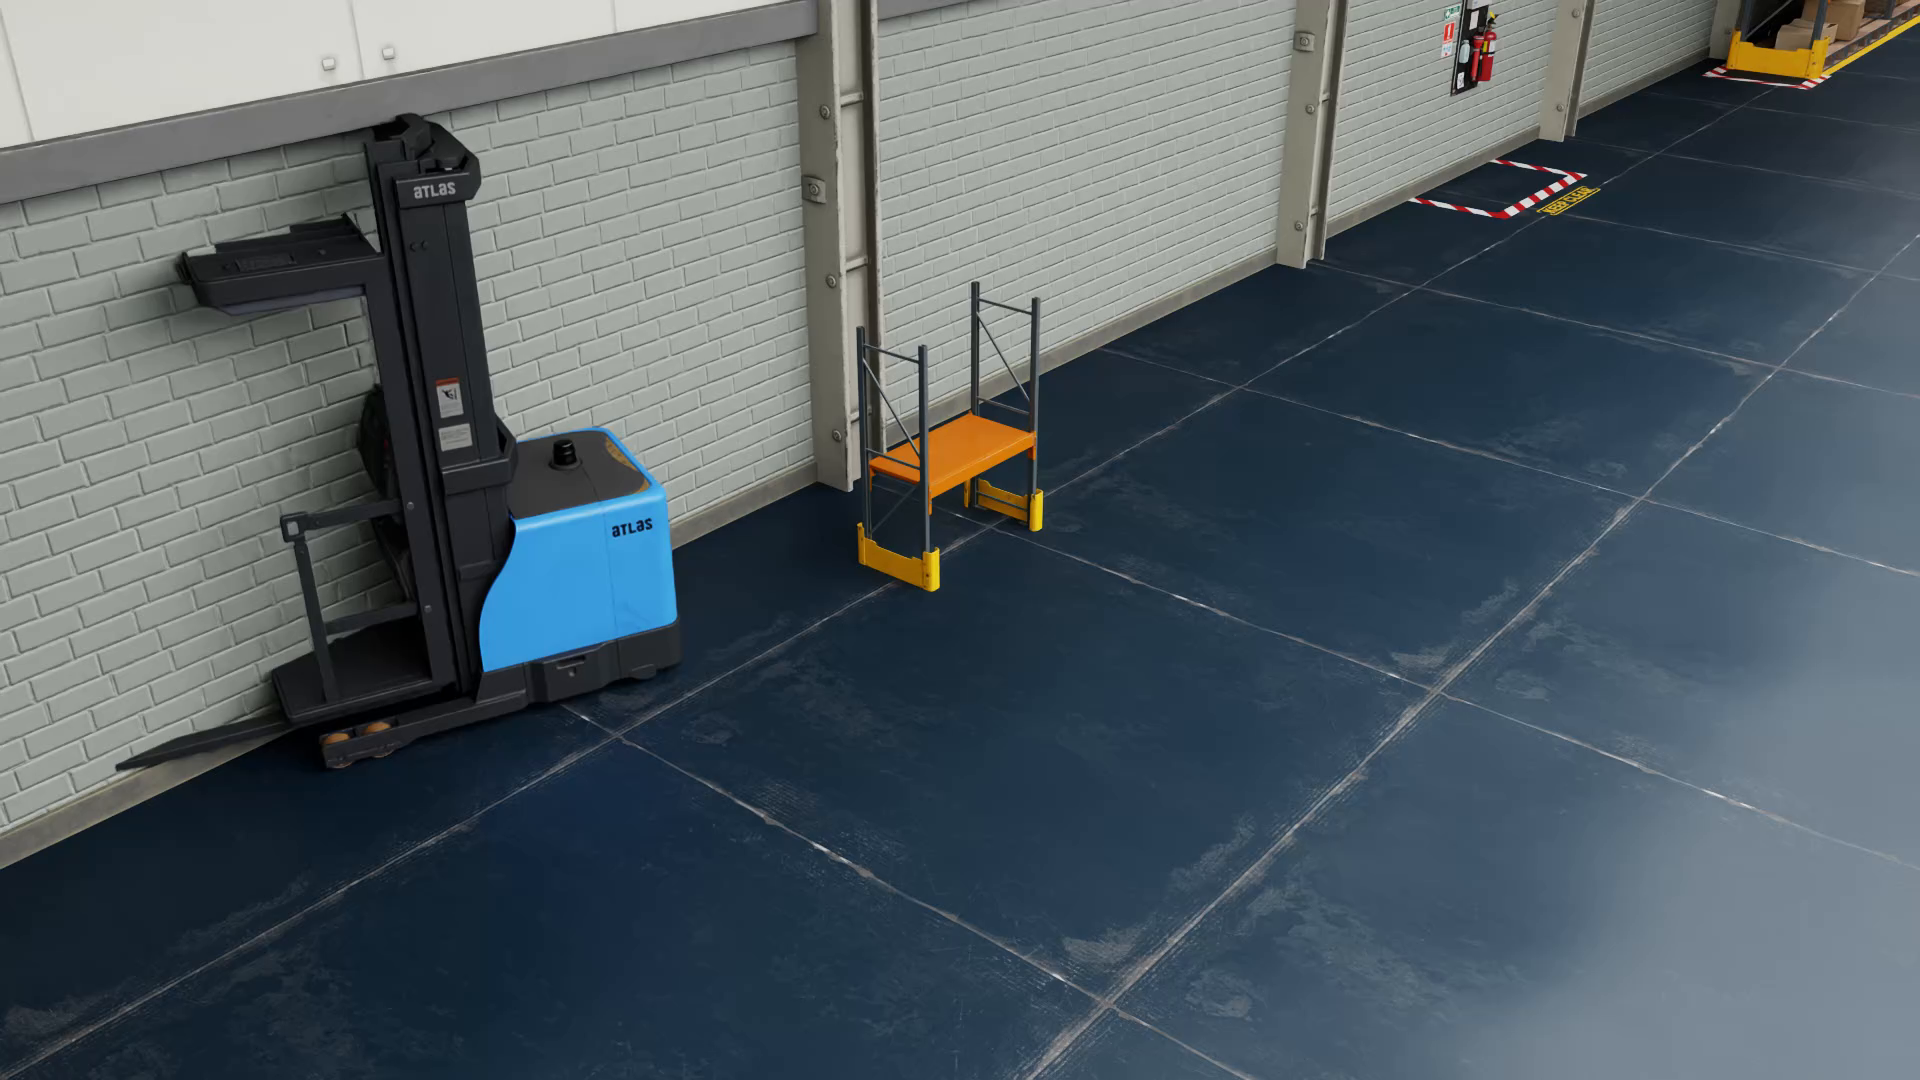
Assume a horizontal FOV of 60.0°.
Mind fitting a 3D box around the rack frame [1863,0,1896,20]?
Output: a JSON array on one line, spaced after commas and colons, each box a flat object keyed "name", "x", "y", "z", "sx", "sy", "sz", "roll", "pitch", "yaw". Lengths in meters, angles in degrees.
[{"name": "rack frame", "x": 13.490, "y": -9.058, "z": 24.495, "sx": 1.000, "sy": 3.000, "sz": 0.127, "roll": 21, "pitch": 34, "yaw": 34}]

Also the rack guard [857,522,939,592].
[{"name": "rack guard", "x": -0.365, "y": 0.093, "z": 9.799, "sx": 0.587, "sy": 0.250, "sz": 0.087, "roll": 21, "pitch": 34, "yaw": 34}]

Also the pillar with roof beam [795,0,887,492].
[{"name": "pillar with roof beam", "x": 2.597, "y": -3.166, "z": 6.575, "sx": 9.100, "sy": 9.000, "sz": 0.400, "roll": 21, "pitch": 34, "yaw": 34}]

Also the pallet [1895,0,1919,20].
[{"name": "pallet", "x": 14.760, "y": -8.531, "z": 26.510, "sx": 1.003, "sy": 0.211, "sz": 1.213, "roll": 21, "pitch": 34, "yaw": 34}]

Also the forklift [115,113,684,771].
[{"name": "forklift", "x": -3.019, "y": -0.468, "z": 7.965, "sx": 3.031, "sy": 2.935, "sz": 1.130, "roll": -14, "pitch": 31, "yaw": -25}]

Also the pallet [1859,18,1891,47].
[{"name": "pallet", "x": 13.091, "y": -7.571, "z": 24.656, "sx": 1.003, "sy": 0.211, "sz": 1.213, "roll": 21, "pitch": 34, "yaw": 34}]

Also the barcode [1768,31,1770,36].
[{"name": "barcode", "x": 11.159, "y": -6.988, "z": 22.930, "sx": 0.001, "sy": 0.075, "sz": 0.075, "roll": 21, "pitch": 34, "yaw": 34}]

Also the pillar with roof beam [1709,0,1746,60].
[{"name": "pillar with roof beam", "x": 14.046, "y": -9.547, "z": 18.912, "sx": 9.100, "sy": 9.000, "sz": 0.400, "roll": 21, "pitch": 34, "yaw": 34}]

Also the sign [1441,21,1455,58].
[{"name": "sign", "x": 4.875, "y": -4.999, "z": 16.609, "sx": 0.001, "sy": 0.329, "sz": 0.234, "roll": 21, "pitch": 34, "yaw": 34}]

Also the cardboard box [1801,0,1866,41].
[{"name": "cardboard box", "x": 12.324, "y": -7.392, "z": 23.516, "sx": 0.700, "sy": 0.500, "sz": 0.500, "roll": 18, "pitch": 33, "yaw": 31}]

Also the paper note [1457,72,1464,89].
[{"name": "paper note", "x": 5.140, "y": -4.715, "z": 17.058, "sx": 0.016, "sy": 0.148, "sz": 0.142, "roll": 21, "pitch": 34, "yaw": 34}]

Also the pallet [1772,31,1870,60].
[{"name": "pallet", "x": 12.315, "y": -7.137, "z": 23.816, "sx": 1.003, "sy": 0.211, "sz": 1.213, "roll": 21, "pitch": 34, "yaw": 34}]

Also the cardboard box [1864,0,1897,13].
[{"name": "cardboard box", "x": 13.946, "y": -8.409, "z": 25.482, "sx": 0.700, "sy": 0.500, "sz": 0.500, "roll": 22, "pitch": 35, "yaw": 36}]

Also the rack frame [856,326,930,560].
[{"name": "rack frame", "x": -0.378, "y": -0.456, "z": 9.499, "sx": 0.500, "sy": 1.500, "sz": 0.032, "roll": 21, "pitch": 34, "yaw": 34}]

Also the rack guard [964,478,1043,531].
[{"name": "rack guard", "x": 0.268, "y": -0.261, "z": 10.482, "sx": 0.587, "sy": 0.250, "sz": 0.087, "roll": 21, "pitch": 34, "yaw": 34}]

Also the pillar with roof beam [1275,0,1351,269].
[{"name": "pillar with roof beam", "x": 6.413, "y": -5.293, "z": 10.688, "sx": 9.100, "sy": 9.000, "sz": 0.400, "roll": 21, "pitch": 34, "yaw": 34}]

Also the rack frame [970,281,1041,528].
[{"name": "rack frame", "x": 0.269, "y": -0.816, "z": 10.195, "sx": 0.500, "sy": 1.500, "sz": 0.032, "roll": 21, "pitch": 34, "yaw": 34}]

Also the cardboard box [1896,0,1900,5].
[{"name": "cardboard box", "x": 14.236, "y": -8.607, "z": 25.865, "sx": 0.700, "sy": 0.500, "sz": 0.500, "roll": 20, "pitch": 33, "yaw": 33}]

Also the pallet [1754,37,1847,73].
[{"name": "pallet", "x": 11.539, "y": -6.706, "z": 22.984, "sx": 1.003, "sy": 0.211, "sz": 1.213, "roll": 21, "pitch": 34, "yaw": 34}]

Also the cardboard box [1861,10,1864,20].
[{"name": "cardboard box", "x": 13.173, "y": -7.797, "z": 24.662, "sx": 0.380, "sy": 0.166, "sz": 0.250, "roll": 16, "pitch": 31, "yaw": 28}]

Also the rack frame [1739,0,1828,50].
[{"name": "rack frame", "x": 10.946, "y": -7.640, "z": 21.754, "sx": 1.000, "sy": 3.000, "sz": 0.127, "roll": 21, "pitch": 34, "yaw": 34}]

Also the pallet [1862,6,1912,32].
[{"name": "pallet", "x": 13.985, "y": -8.096, "z": 25.670, "sx": 1.003, "sy": 0.211, "sz": 1.213, "roll": 21, "pitch": 34, "yaw": 34}]

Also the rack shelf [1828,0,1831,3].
[{"name": "rack shelf", "x": 12.218, "y": -8.030, "z": 23.290, "sx": 1.077, "sy": 0.370, "sz": 4.000, "roll": 21, "pitch": 34, "yaw": 34}]

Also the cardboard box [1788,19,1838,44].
[{"name": "cardboard box", "x": 11.818, "y": -7.062, "z": 23.085, "sx": 0.500, "sy": 0.311, "sz": 0.500, "roll": 24, "pitch": 36, "yaw": 38}]

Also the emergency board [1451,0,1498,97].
[{"name": "emergency board", "x": 5.306, "y": -5.149, "z": 16.938, "sx": 0.194, "sy": 1.169, "sz": 0.643, "roll": 21, "pitch": 34, "yaw": 34}]

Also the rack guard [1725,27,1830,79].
[{"name": "rack guard", "x": 10.995, "y": -6.557, "z": 22.380, "sx": 1.175, "sy": 0.500, "sz": 0.348, "roll": 21, "pitch": 34, "yaw": 34}]

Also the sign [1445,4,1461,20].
[{"name": "sign", "x": 4.885, "y": -5.233, "z": 16.486, "sx": 0.001, "sy": 0.109, "sz": 0.331, "roll": 21, "pitch": 34, "yaw": 34}]

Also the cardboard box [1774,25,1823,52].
[{"name": "cardboard box", "x": 11.456, "y": -6.860, "z": 22.694, "sx": 0.500, "sy": 0.311, "sz": 0.500, "roll": 17, "pitch": 32, "yaw": 29}]

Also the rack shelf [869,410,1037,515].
[{"name": "rack shelf", "x": -0.054, "y": -0.476, "z": 9.930, "sx": 0.538, "sy": 0.185, "sz": 1.000, "roll": 21, "pitch": 34, "yaw": 34}]

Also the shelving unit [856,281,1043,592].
[{"name": "shelving unit", "x": -0.048, "y": -0.639, "z": 9.853, "sx": 0.587, "sy": 1.500, "sz": 1.083, "roll": 21, "pitch": 34, "yaw": 34}]

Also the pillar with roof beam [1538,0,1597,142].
[{"name": "pillar with roof beam", "x": 10.229, "y": -7.420, "z": 14.800, "sx": 9.100, "sy": 9.000, "sz": 0.400, "roll": 21, "pitch": 34, "yaw": 34}]

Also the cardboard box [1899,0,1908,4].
[{"name": "cardboard box", "x": 14.591, "y": -8.776, "z": 26.192, "sx": 0.700, "sy": 0.500, "sz": 0.500, "roll": 21, "pitch": 34, "yaw": 35}]
